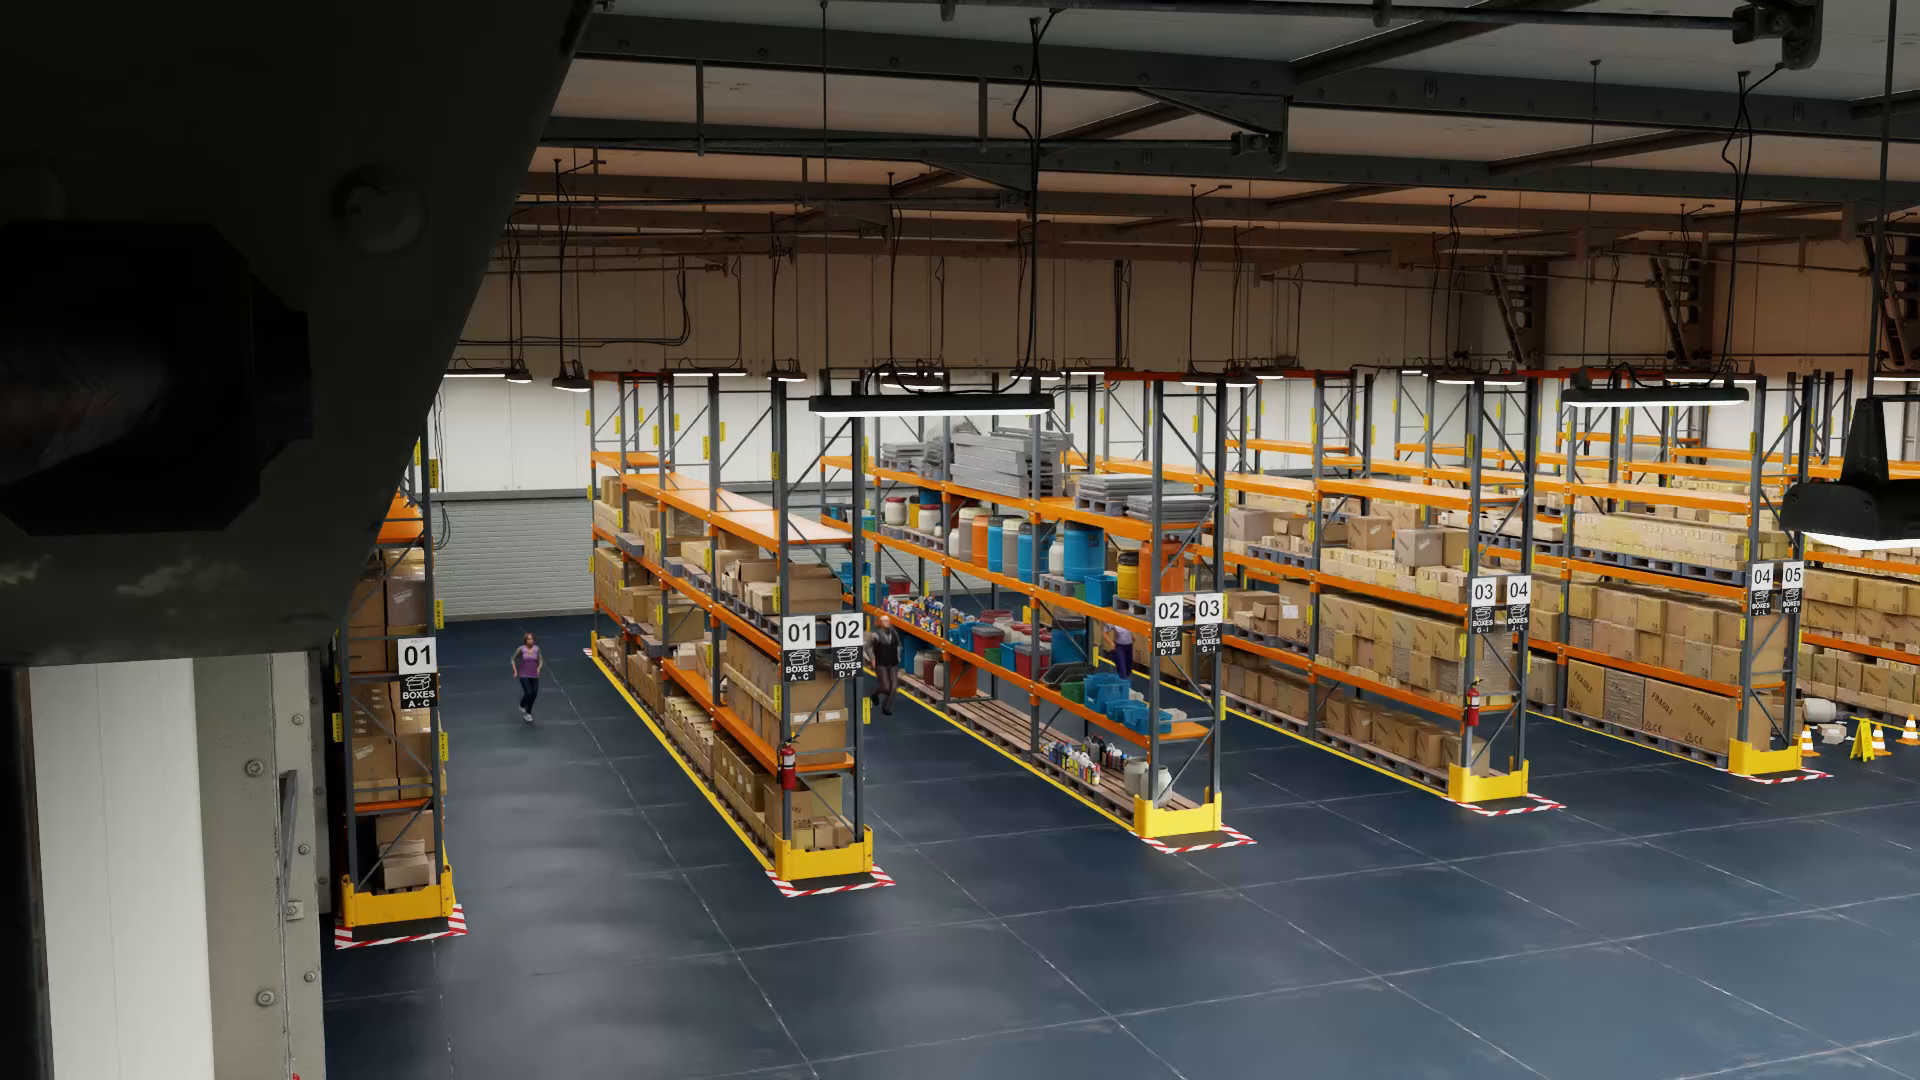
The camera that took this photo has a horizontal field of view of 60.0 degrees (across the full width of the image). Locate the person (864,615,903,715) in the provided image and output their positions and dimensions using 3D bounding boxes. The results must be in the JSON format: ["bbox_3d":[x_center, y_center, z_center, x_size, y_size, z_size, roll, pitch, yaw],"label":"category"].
[{"bbox_3d":[-1.242,2.101,27.853,0.658,1.684,0.583,-3,7,-27],"label":"person"}]

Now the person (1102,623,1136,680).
[{"bbox_3d":[2.854,1.975,29.323,0.621,1.655,0.786,-4,7,-29],"label":"person"}]

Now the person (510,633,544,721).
[{"bbox_3d":[-7.416,2.364,28.619,0.515,1.554,0.627,-4,8,-33],"label":"person"}]
